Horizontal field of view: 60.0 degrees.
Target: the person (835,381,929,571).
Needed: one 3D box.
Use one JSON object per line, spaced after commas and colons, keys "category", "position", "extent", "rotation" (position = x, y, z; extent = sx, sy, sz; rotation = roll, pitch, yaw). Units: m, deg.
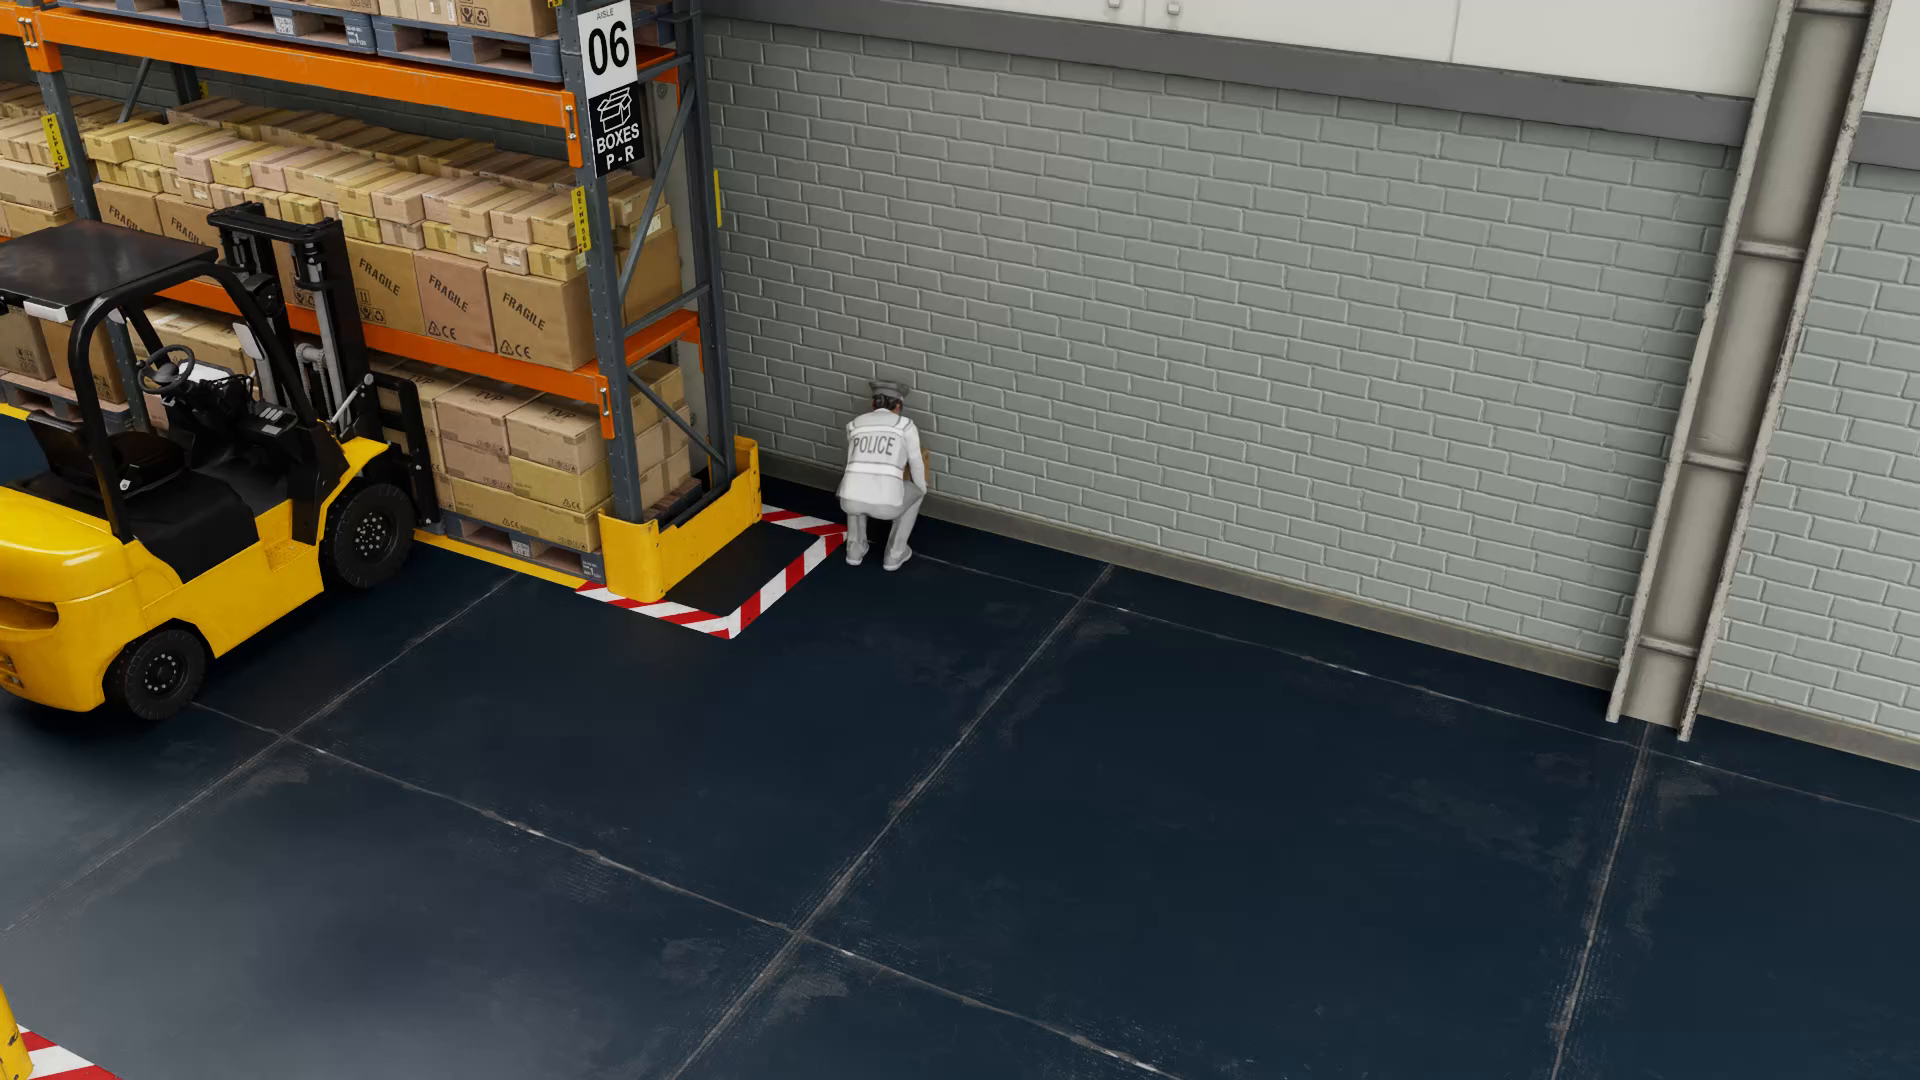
{"category": "person", "position": [-0.448, -0.386, 9.646], "extent": [0.458, 0.974, 0.887], "rotation": [7, 31, 12]}
